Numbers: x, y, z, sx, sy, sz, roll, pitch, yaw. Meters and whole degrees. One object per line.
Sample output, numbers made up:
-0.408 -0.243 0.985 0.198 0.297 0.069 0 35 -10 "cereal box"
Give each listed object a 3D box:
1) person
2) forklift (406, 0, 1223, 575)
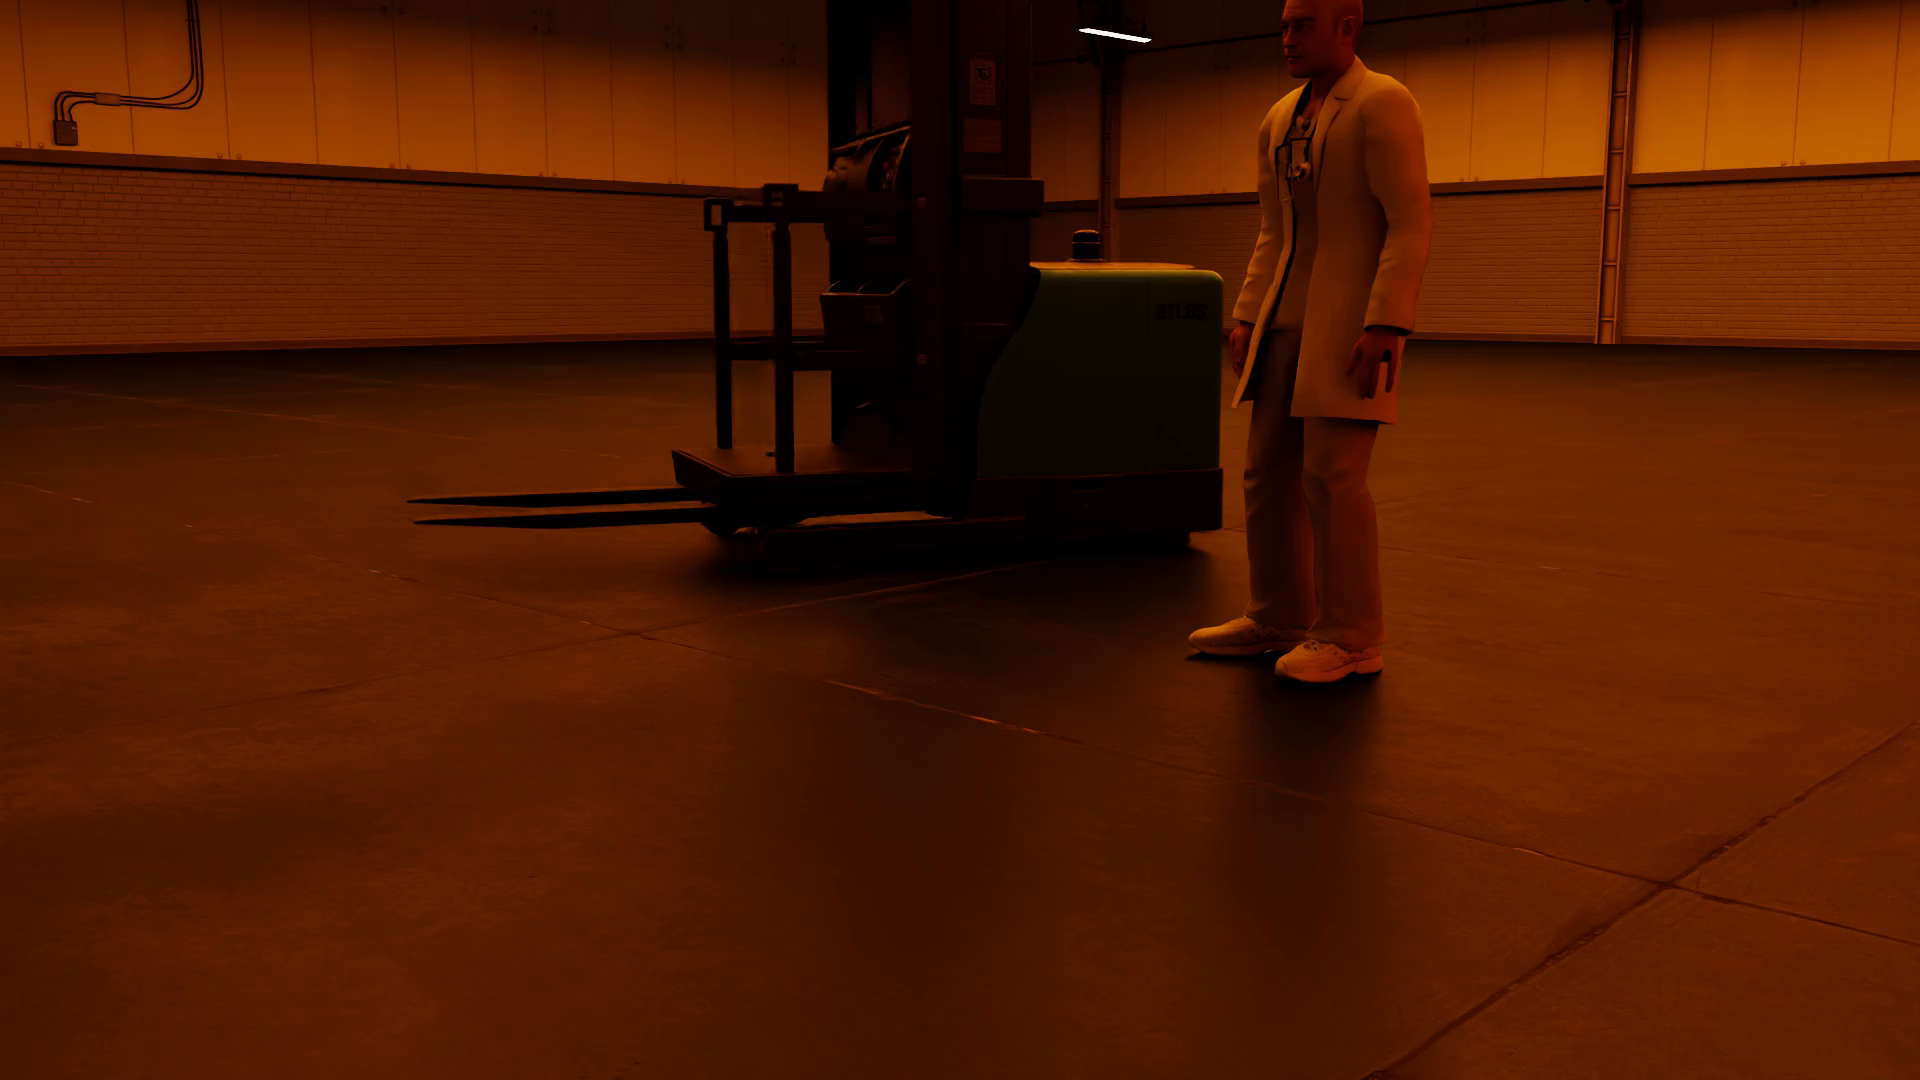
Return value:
0.939 -0.535 4.309 0.421 1.775 0.654 -4 10 -26 "person"
-0.542 -1.414 6.263 3.031 2.935 1.130 -3 9 -20 "forklift"
